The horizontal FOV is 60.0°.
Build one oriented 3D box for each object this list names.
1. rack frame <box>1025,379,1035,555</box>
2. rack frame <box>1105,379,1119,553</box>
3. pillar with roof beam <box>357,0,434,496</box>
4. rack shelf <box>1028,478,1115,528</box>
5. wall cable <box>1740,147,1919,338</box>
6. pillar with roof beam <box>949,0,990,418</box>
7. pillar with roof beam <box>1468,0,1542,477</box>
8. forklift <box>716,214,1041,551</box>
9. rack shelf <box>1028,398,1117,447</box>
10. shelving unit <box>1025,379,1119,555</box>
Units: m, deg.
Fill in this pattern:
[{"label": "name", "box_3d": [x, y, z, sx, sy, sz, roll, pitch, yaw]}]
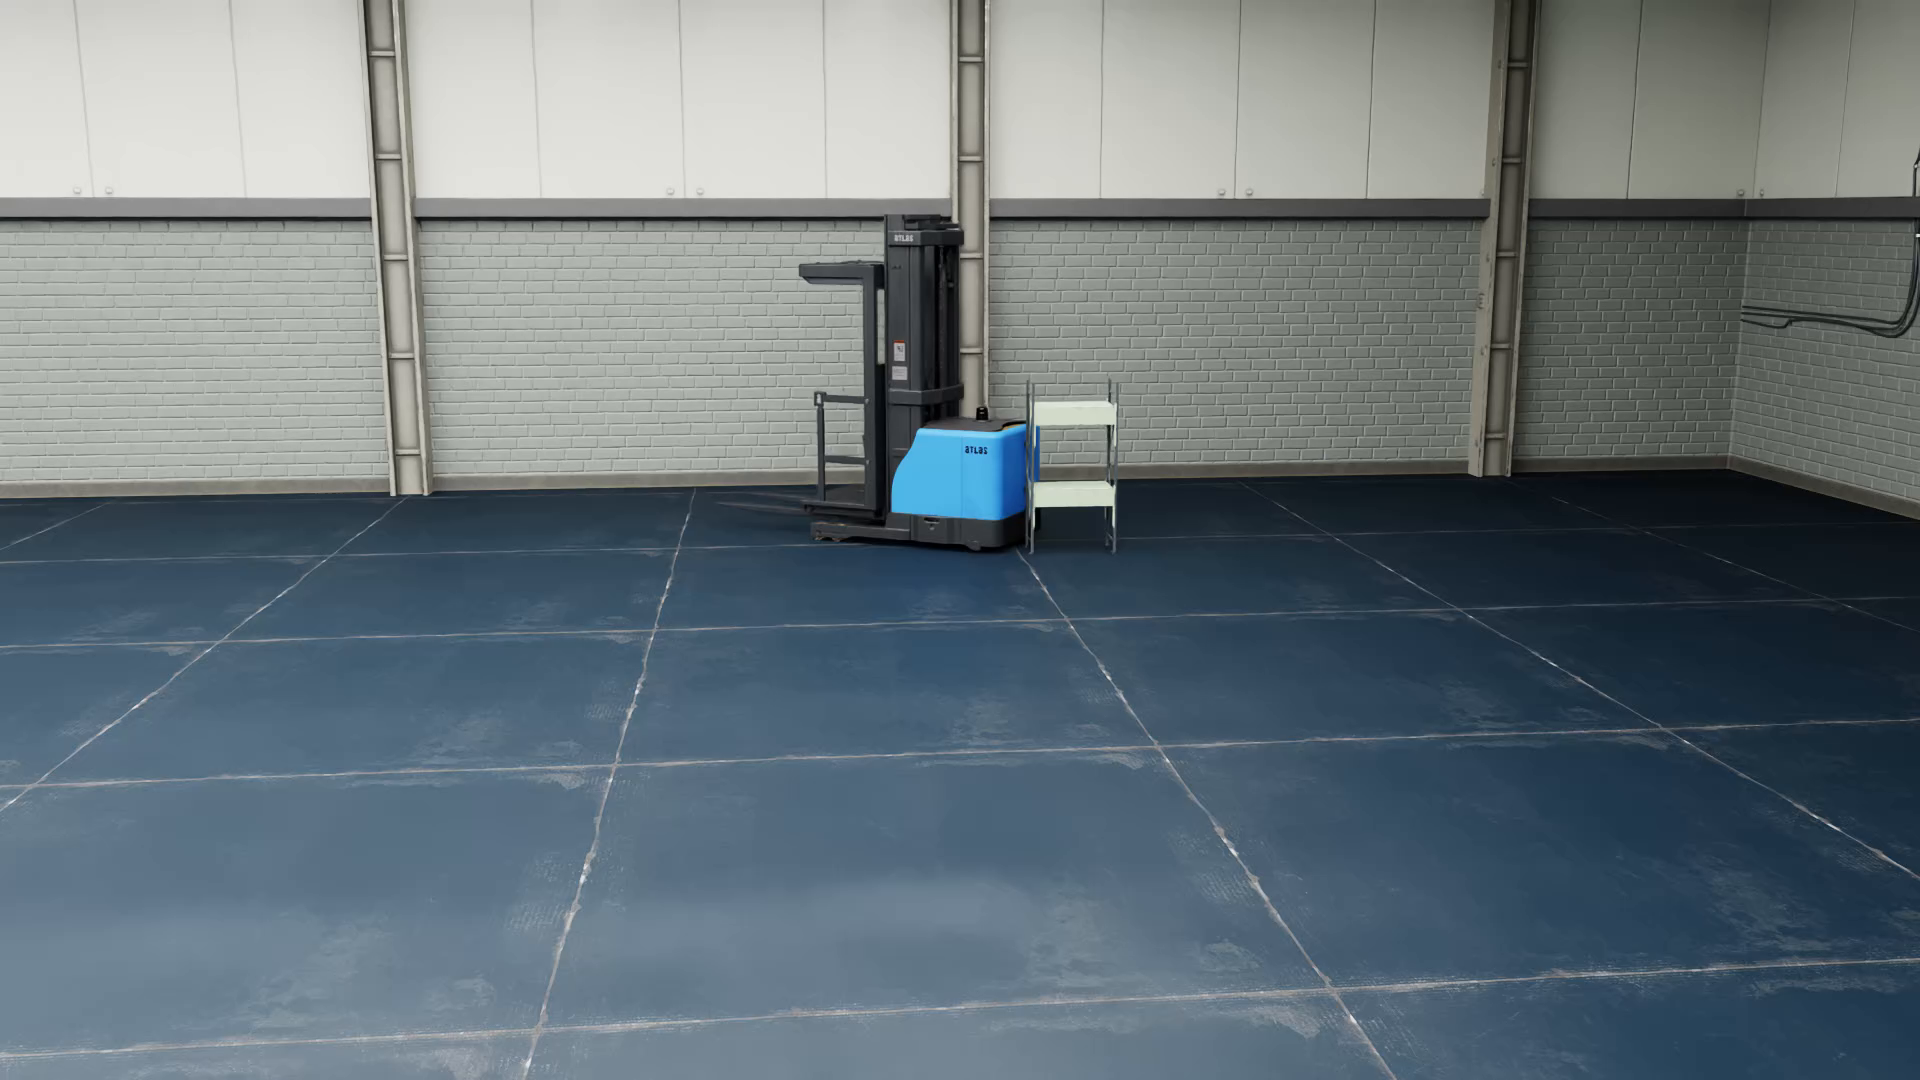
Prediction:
[{"label": "rack frame", "box_3d": [0.615, -0.643, 14.634, 0.023, 1.500, 0.400, -1, 11, -5]}, {"label": "rack frame", "box_3d": [1.344, -0.656, 14.698, 0.023, 1.500, 0.400, -1, 11, -5]}, {"label": "pillar with roof beam", "box_3d": [-5.397, -4.092, 12.737, 0.400, 9.000, 9.100, -1, 11, -6]}, {"label": "rack shelf", "box_3d": [0.980, -0.330, 14.729, 0.720, 0.370, 0.431, -1, 11, -5]}, {"label": "wall cable", "box_3d": [9.139, -3.452, 17.529, 0.112, 2.526, 3.097, -1, 11, -6]}, {"label": "pillar with roof beam", "box_3d": [0.568, -4.217, 13.372, 0.400, 9.000, 9.100, -1, 11, -6]}, {"label": "pillar with roof beam", "box_3d": [6.533, -4.342, 14.008, 0.400, 9.000, 9.100, -1, 11, -6]}, {"label": "forklift", "box_3d": [-0.818, -1.509, 15.330, 3.031, 2.935, 1.130, 5, 12, 24]}, {"label": "rack shelf", "box_3d": [0.980, -1.032, 14.591, 0.720, 0.370, 0.431, -1, 11, -5]}, {"label": "shelving unit", "box_3d": [0.980, -0.650, 14.666, 0.755, 1.500, 0.431, -1, 11, -5]}]
